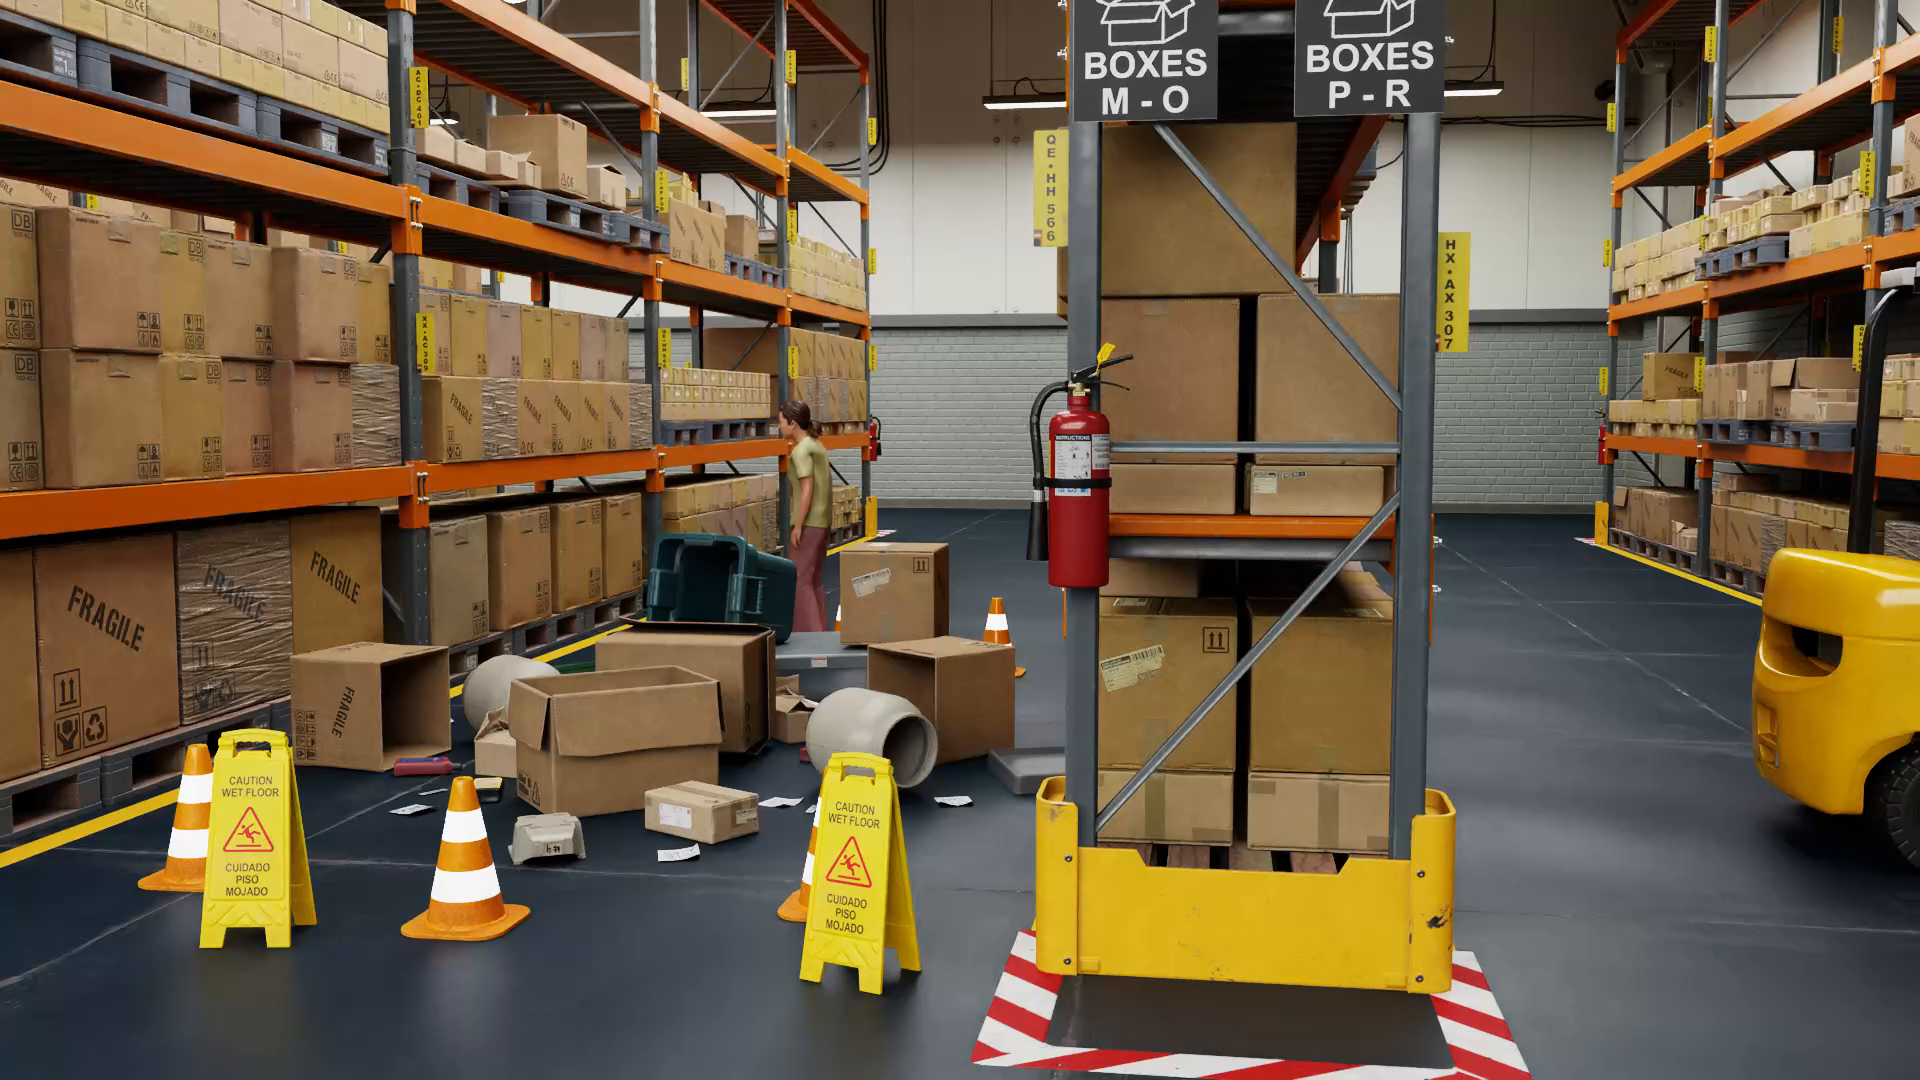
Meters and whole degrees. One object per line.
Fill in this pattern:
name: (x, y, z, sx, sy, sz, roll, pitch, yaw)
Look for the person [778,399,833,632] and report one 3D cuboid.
person: (-1.000, -0.070, 10.743, 0.354, 1.672, 0.506, 1, 5, 8)
